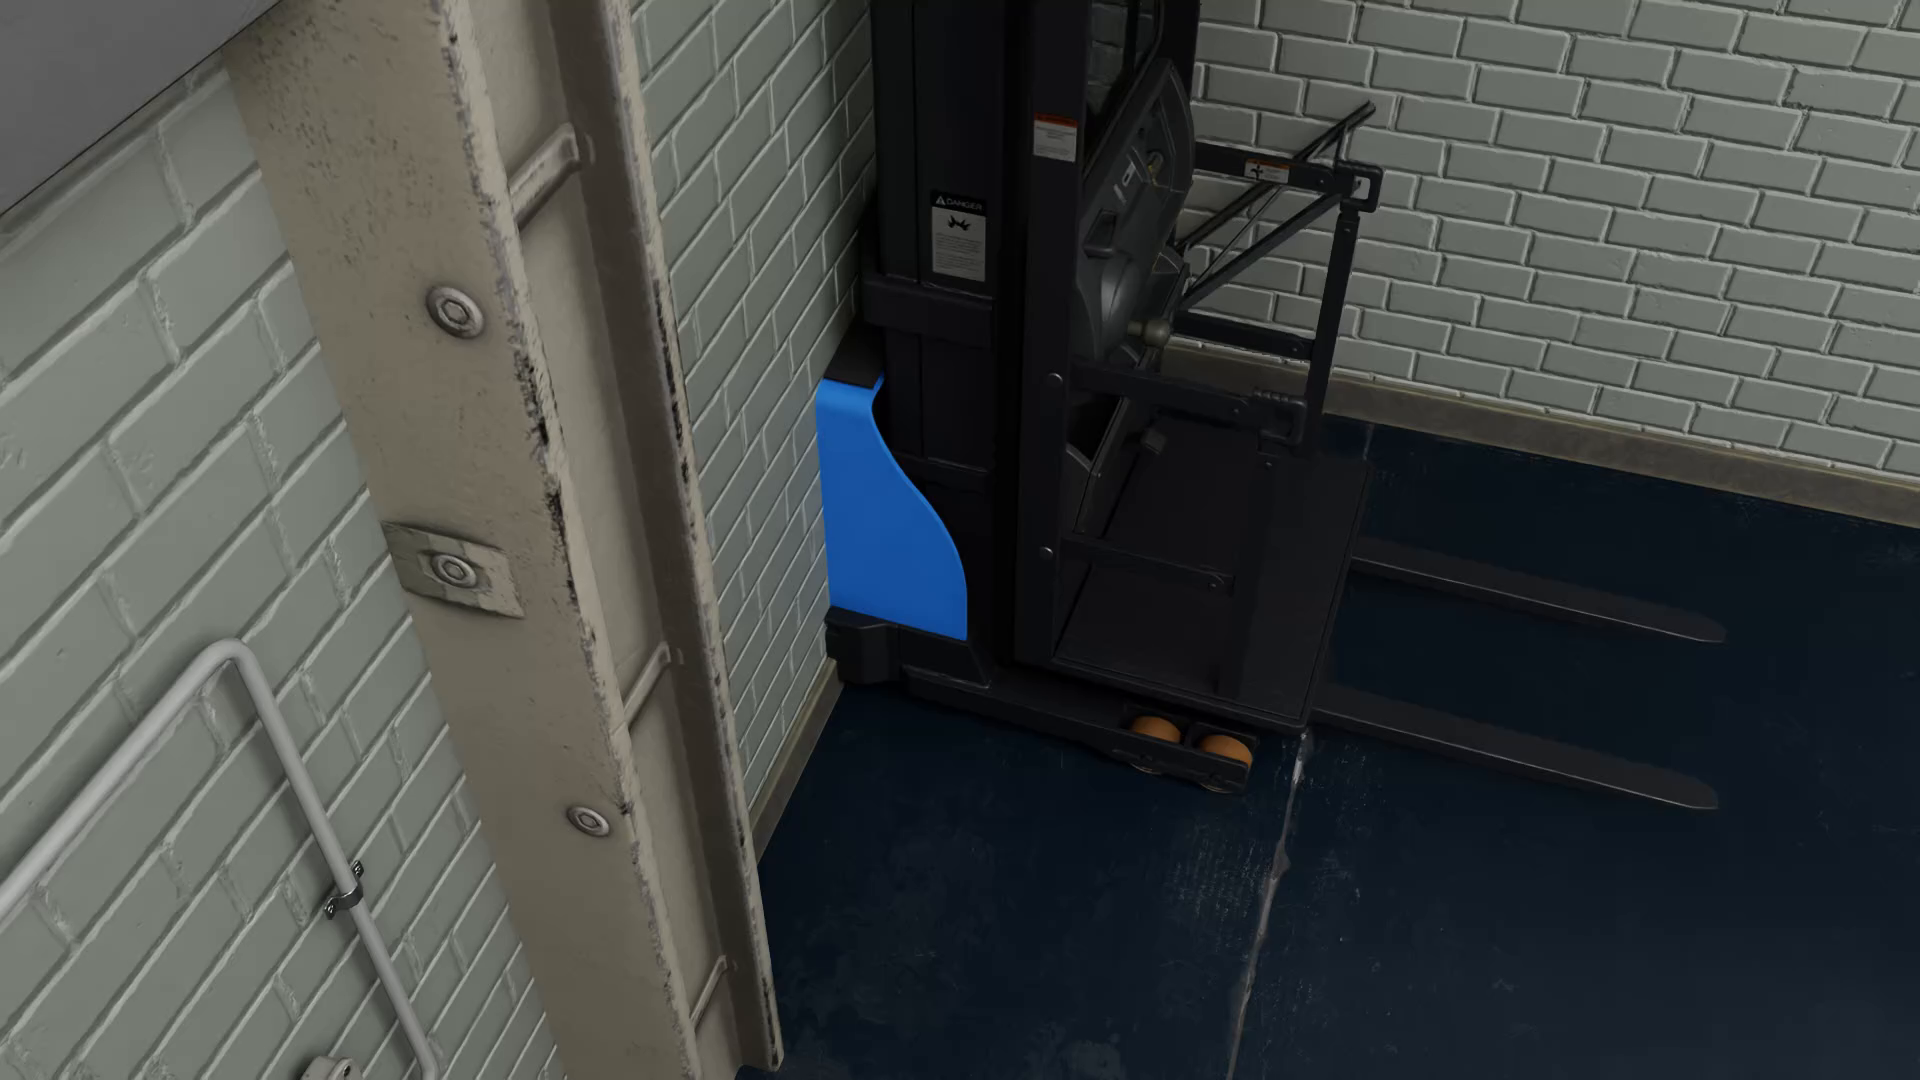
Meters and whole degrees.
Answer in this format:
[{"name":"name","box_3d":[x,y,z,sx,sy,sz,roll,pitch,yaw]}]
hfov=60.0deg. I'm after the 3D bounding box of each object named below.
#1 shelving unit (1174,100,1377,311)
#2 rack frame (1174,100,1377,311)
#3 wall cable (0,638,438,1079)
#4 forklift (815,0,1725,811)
[{"name":"shelving unit","box_3d":[0.314,-1.129,5.058,1.083,1.500,0.587,42,41,-17]},{"name":"rack frame","box_3d":[0.669,-0.810,5.205,0.032,1.500,0.500,42,41,-17]},{"name":"wall cable","box_3d":[-1.133,0.823,1.538,0.084,1.984,1.851,13,46,13]},{"name":"forklift","box_3d":[0.615,-0.779,3.950,3.031,2.935,1.130,14,46,14]}]
